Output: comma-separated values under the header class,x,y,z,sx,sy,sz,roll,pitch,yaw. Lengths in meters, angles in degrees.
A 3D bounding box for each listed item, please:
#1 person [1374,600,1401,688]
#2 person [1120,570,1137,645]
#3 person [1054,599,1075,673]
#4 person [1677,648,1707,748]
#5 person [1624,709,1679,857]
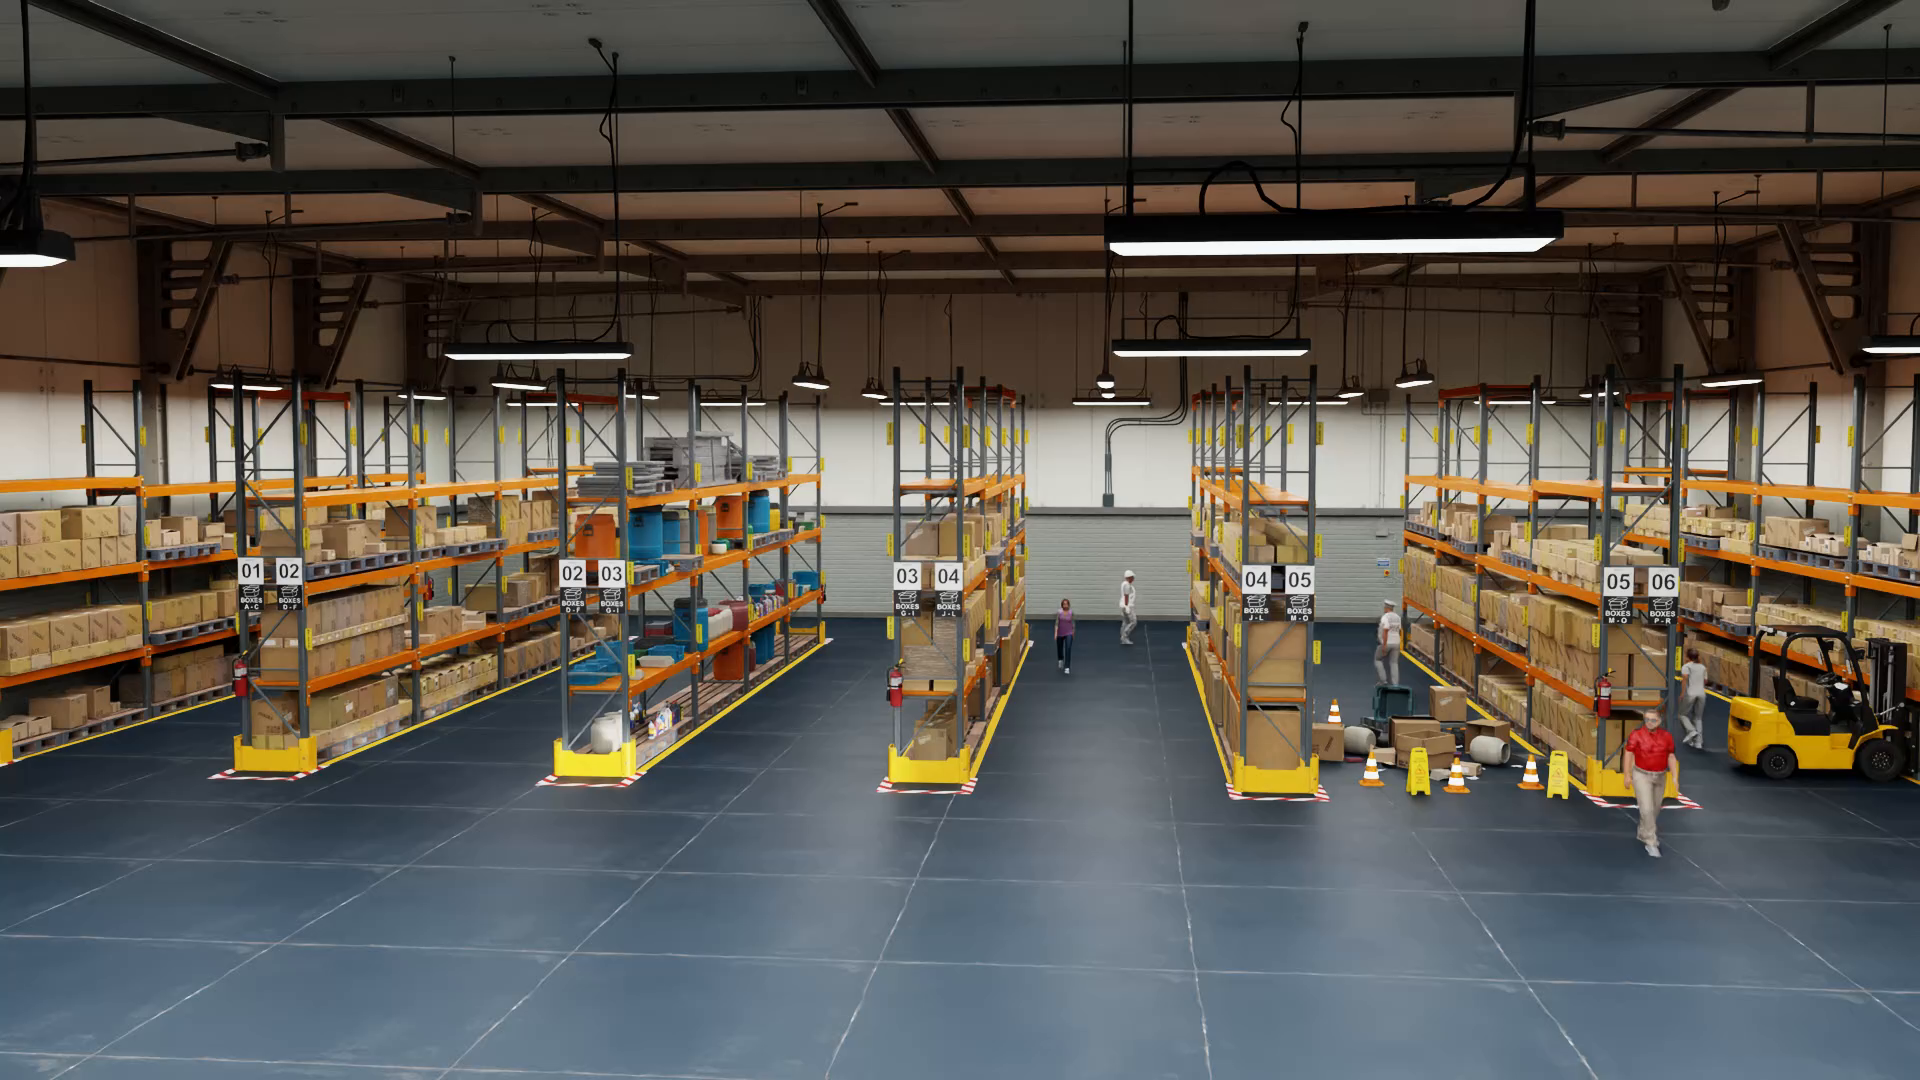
class,x,y,z,sx,sy,sz,roll,pitch,yaw
person,8.514,2.076,32.885,0.552,1.764,0.555,-1,4,-15
person,4.049,1.623,40.071,0.396,1.788,0.603,0,4,-3
person,2.230,2.012,35.314,0.439,1.550,0.899,0,4,5
person,11.886,2.553,26.968,0.503,1.562,0.711,0,4,6
person,8.346,2.932,20.094,0.563,1.801,0.705,0,4,-7
